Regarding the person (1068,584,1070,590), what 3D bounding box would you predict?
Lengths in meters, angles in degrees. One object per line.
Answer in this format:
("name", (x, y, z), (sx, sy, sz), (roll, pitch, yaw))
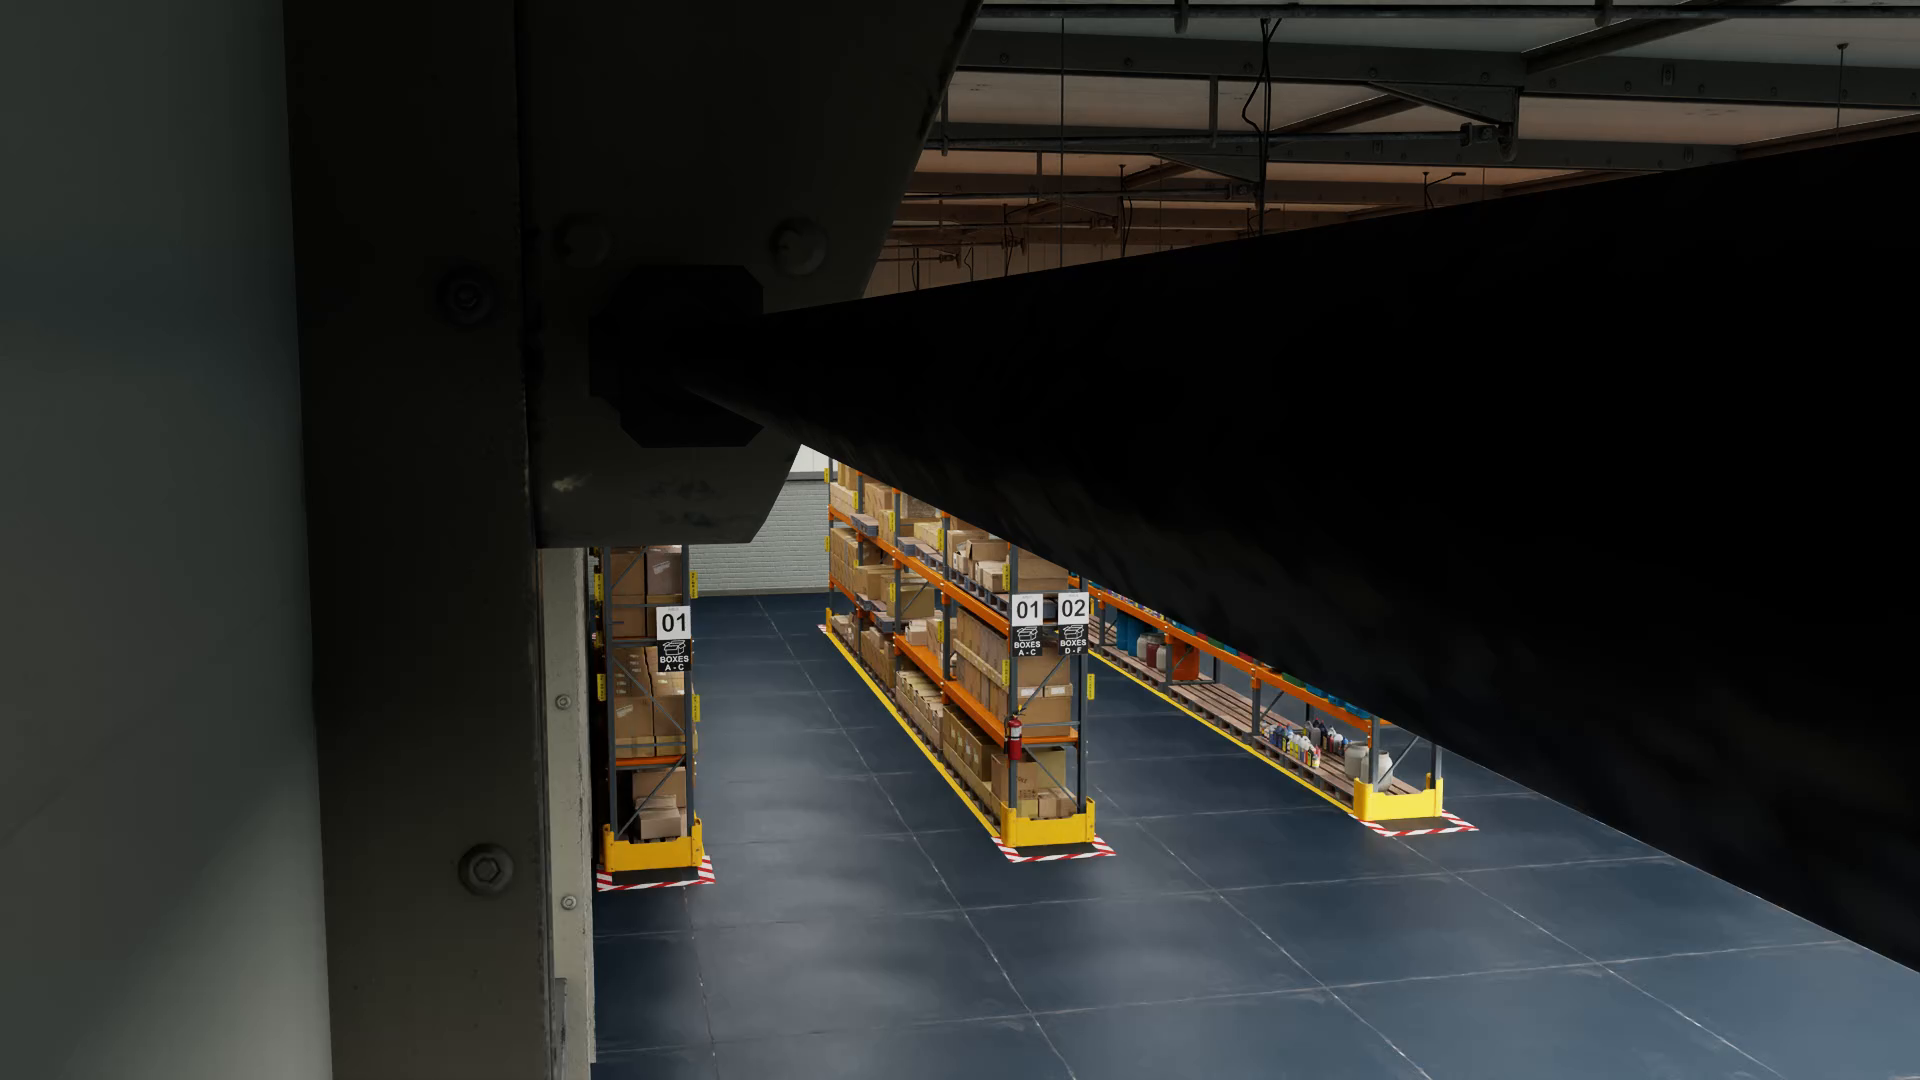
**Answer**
("person", (2.461, 0.702, 40.197), (0.948, 1.662, 0.647), (3, 7, 23))
